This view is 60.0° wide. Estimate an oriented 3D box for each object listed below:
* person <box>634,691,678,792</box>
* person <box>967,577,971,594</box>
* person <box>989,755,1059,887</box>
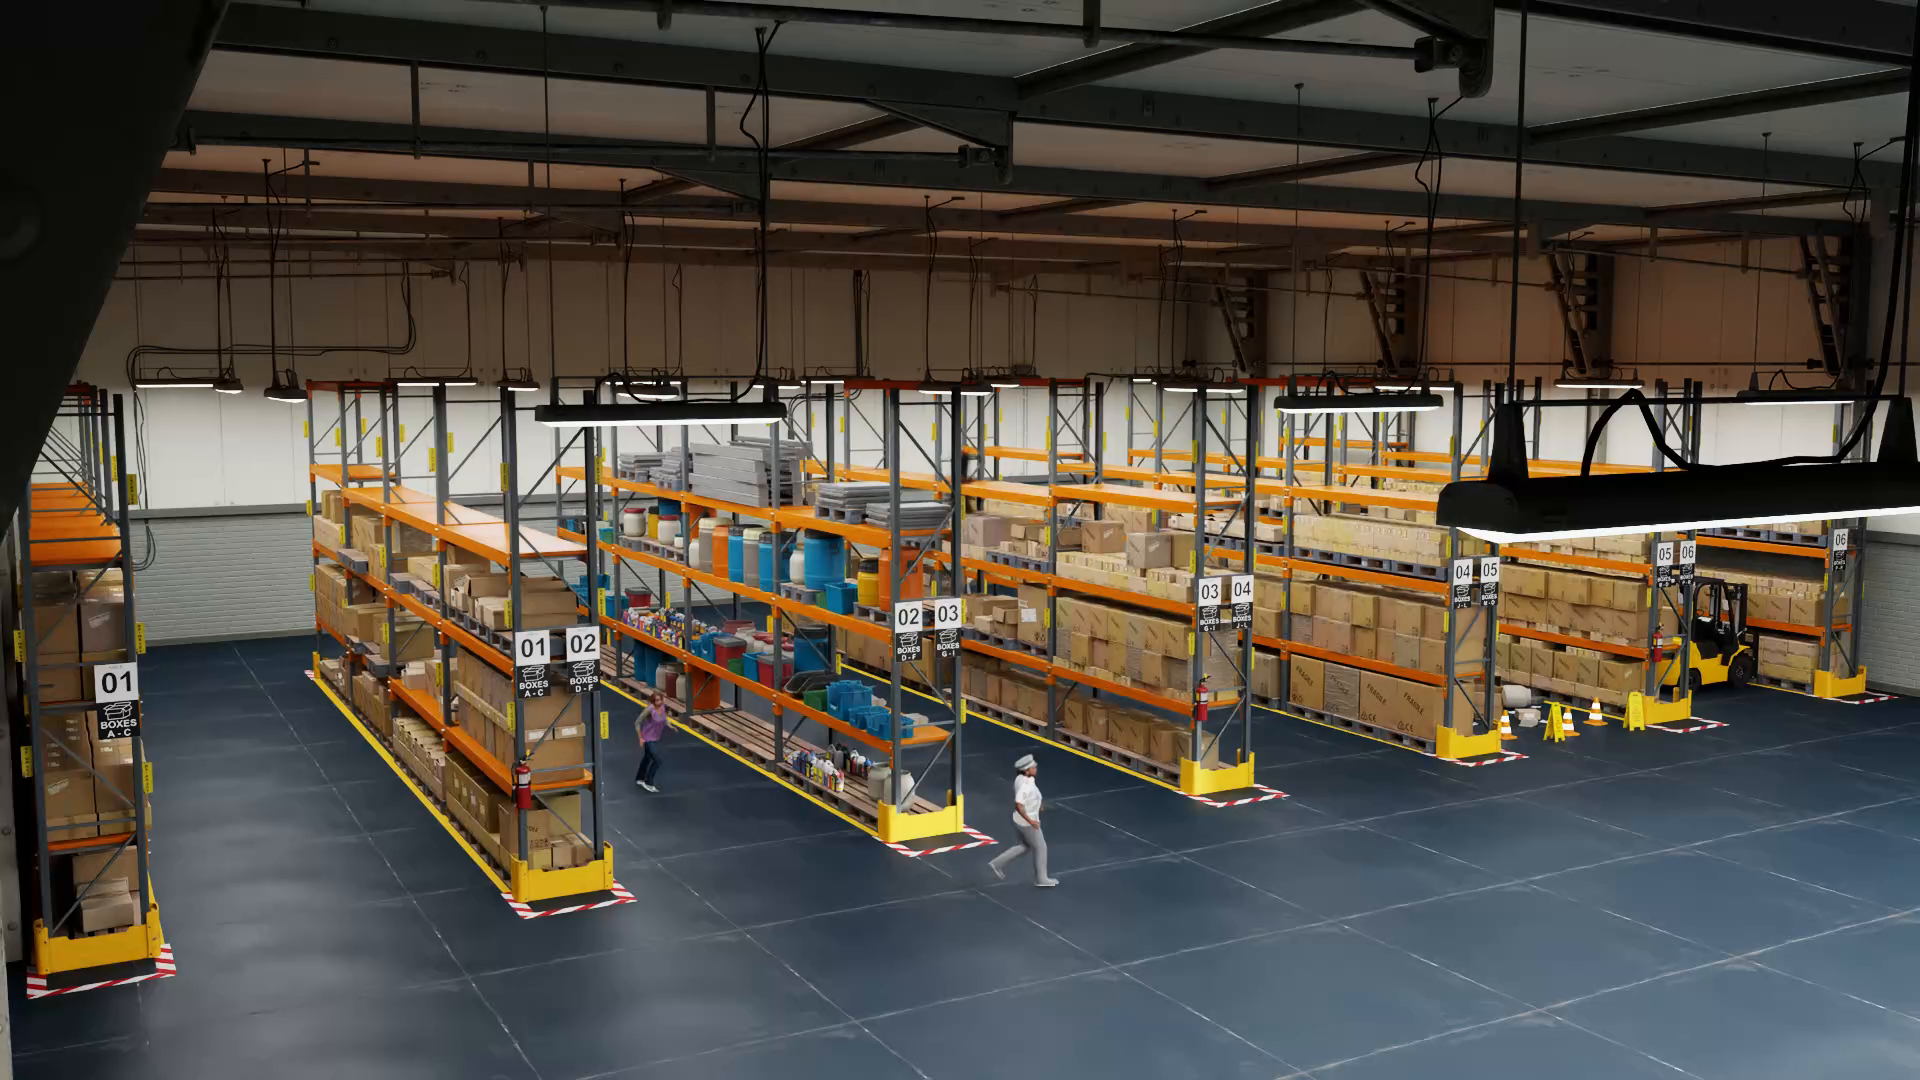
[{"bbox_3d":[-4.537,2.982,24.680,0.787,1.558,0.558,2,6,16],"label":"person"},{"bbox_3d":[0.061,0.900,42.739,0.681,1.845,0.865,3,7,23],"label":"person"},{"bbox_3d":[0.793,3.386,19.966,0.846,1.662,0.622,-1,6,-7],"label":"person"}]
